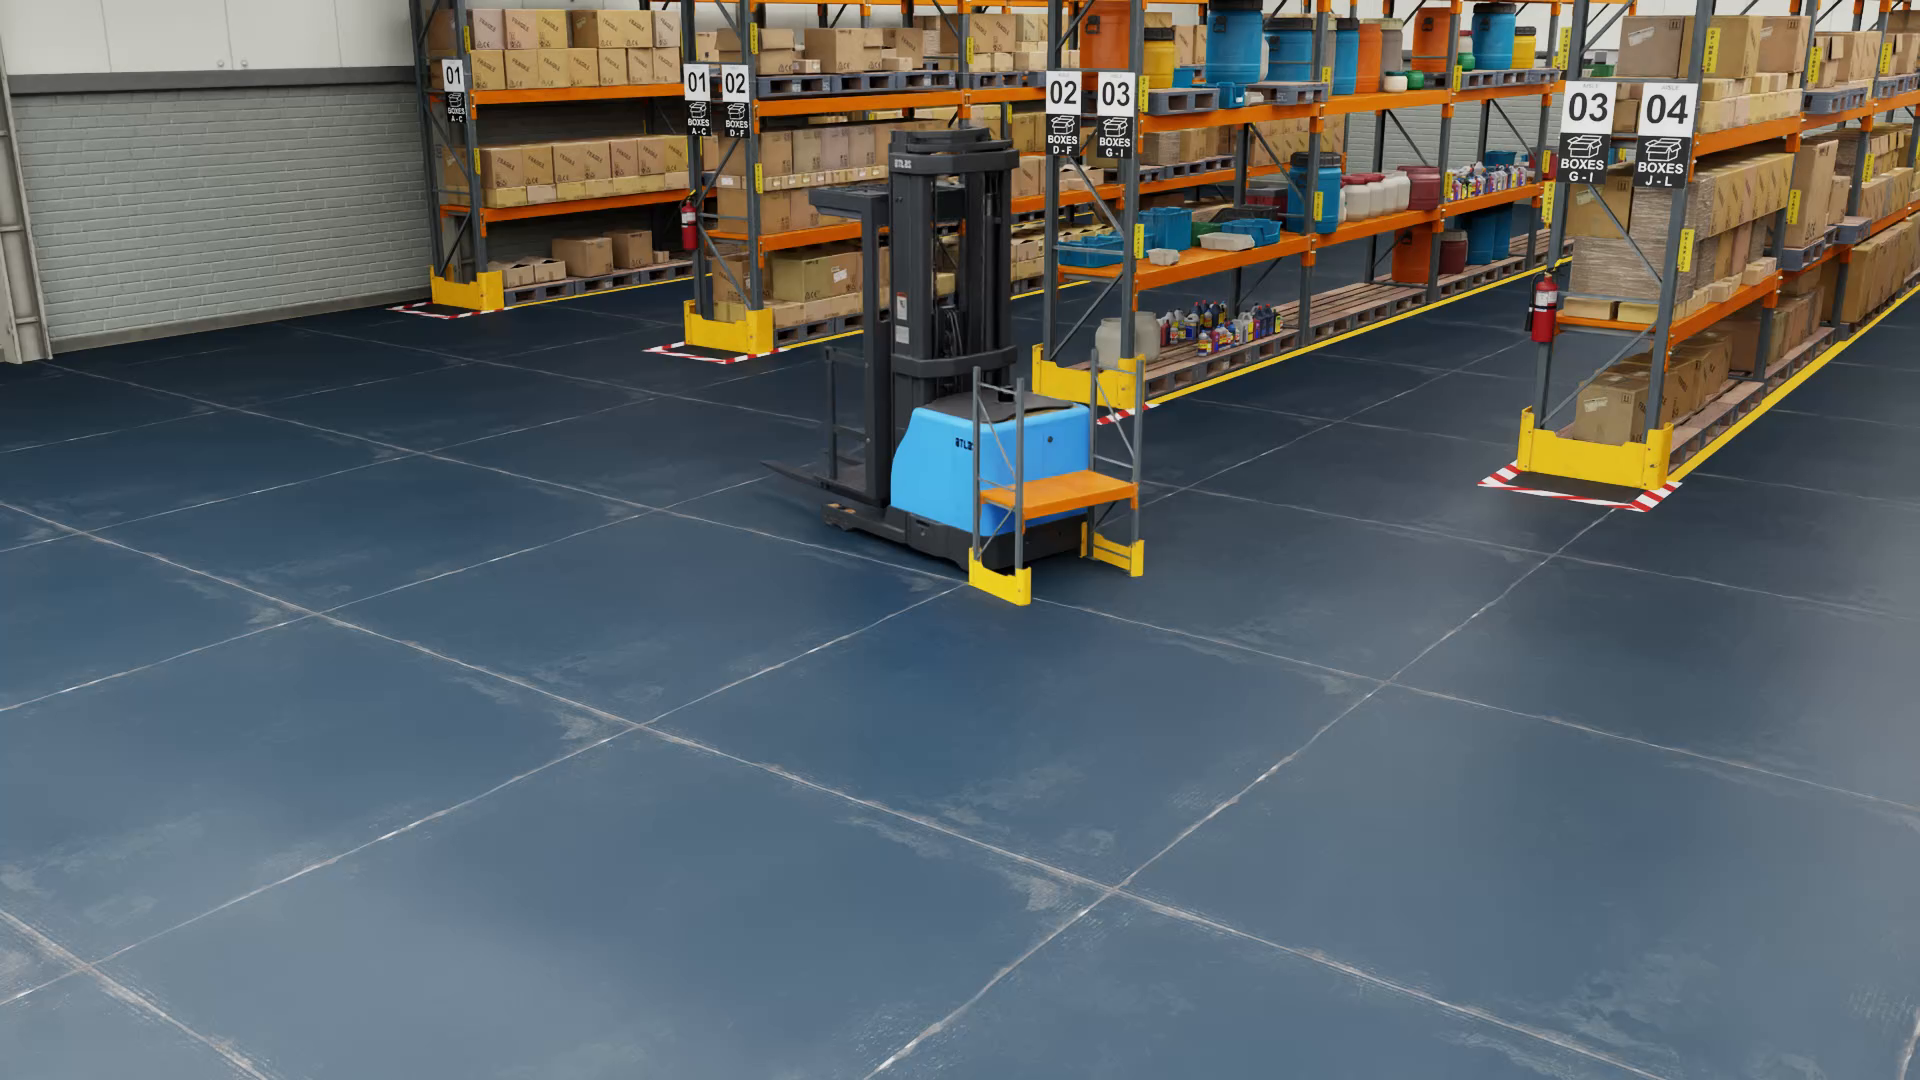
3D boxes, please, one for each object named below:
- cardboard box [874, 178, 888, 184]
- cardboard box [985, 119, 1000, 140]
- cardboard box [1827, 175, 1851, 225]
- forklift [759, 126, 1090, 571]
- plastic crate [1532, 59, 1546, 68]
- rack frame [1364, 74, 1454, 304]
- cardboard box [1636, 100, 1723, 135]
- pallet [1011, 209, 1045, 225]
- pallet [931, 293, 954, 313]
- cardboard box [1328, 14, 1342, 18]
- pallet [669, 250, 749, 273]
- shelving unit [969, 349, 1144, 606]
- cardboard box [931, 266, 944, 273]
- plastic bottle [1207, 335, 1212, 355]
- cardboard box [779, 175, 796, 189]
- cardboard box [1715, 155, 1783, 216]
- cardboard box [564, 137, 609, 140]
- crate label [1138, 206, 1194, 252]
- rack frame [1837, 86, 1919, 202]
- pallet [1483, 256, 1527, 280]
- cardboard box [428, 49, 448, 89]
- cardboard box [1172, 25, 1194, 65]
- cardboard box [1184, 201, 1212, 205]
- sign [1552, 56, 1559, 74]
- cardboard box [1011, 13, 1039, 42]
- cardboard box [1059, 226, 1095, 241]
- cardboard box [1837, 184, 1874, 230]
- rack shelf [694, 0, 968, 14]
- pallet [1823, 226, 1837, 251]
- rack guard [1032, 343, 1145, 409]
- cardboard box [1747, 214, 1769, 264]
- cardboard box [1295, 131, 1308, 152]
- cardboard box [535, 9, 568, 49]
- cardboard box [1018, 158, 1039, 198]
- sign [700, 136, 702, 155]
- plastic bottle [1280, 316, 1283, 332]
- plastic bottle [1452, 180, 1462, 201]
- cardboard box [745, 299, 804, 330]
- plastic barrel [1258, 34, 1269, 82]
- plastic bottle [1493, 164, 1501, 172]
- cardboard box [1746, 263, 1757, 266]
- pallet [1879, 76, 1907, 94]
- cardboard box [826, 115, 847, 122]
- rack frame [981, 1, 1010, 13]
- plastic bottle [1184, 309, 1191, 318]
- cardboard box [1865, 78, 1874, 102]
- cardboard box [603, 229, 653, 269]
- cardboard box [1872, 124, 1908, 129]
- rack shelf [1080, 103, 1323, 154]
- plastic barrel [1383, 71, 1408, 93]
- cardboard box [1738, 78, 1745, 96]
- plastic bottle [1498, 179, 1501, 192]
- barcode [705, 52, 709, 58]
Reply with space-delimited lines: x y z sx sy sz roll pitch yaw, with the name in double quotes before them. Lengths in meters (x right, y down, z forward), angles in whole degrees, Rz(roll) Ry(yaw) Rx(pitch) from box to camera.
"cardboard box" -1.187 -4.356 21.043 0.700 0.500 0.500 13 21 35
"cardboard box" 0.397 -7.485 30.585 0.500 0.500 0.500 12 21 34
"cardboard box" 9.478 -3.824 18.622 0.500 0.500 0.700 -16 24 -42
"forklift" -0.405 -1.553 12.302 1.130 2.935 3.031 -14 22 -38
"plastic crate" 9.241 -7.545 26.623 0.437 0.282 0.530 12 21 35
"rack frame" 6.042 -4.737 22.439 1.000 3.000 0.127 12 21 35
"cardboard box" 5.748 -3.386 13.285 0.500 0.250 0.500 13 22 36
"pallet" 0.985 -6.276 32.097 1.003 0.211 1.213 12 21 35
"pallet" -0.824 -3.147 22.020 1.003 0.211 1.213 12 21 35
"cardboard box" 6.540 -9.351 30.385 0.700 0.500 0.500 12 21 35
"pallet" -3.835 -4.389 26.020 1.003 0.211 1.213 12 21 35
"shelving unit" 0.660 -0.446 11.150 1.083 1.500 0.587 -12 21 -35
"cardboard box" -0.303 -3.698 23.021 0.500 0.250 0.500 12 21 34
"plastic bottle" 2.668 -2.106 17.946 0.097 0.201 0.097 0 17 0
"cardboard box" -2.138 -4.184 19.396 0.380 0.149 0.250 12 21 33
"cardboard box" 7.293 -3.301 15.460 0.500 0.500 0.500 12 21 35
"cardboard box" -5.358 -5.515 23.901 0.500 0.500 0.500 13 22 36
"crate label" 2.155 -3.334 17.864 0.502 0.435 0.616 12 21 35
"rack frame" 12.403 -4.814 22.689 1.000 3.000 0.127 12 21 35
"pallet" 7.932 -4.181 25.353 1.003 0.211 1.213 12 21 35
"cardboard box" -6.635 -6.216 21.942 0.500 0.500 0.500 14 22 39
"cardboard box" 3.298 -7.869 26.423 0.600 0.600 0.600 11 21 33
"cardboard box" 3.966 -5.510 28.402 0.500 0.500 0.500 11 21 32
"sign" 8.866 -7.029 24.746 0.100 0.325 0.005 12 21 35
"cardboard box" 1.119 -9.528 30.921 0.500 0.500 0.500 12 21 34
"cardboard box" 1.648 -4.475 24.579 0.500 0.311 0.500 12 21 34
"cardboard box" 10.528 -3.977 19.824 0.500 0.500 0.500 13 22 36
"rack shelf" -1.508 -6.514 19.935 1.077 0.370 4.000 12 21 35
"pallet" 8.874 -3.291 18.108 1.003 0.211 1.213 12 21 35
"rack guard" 1.283 -1.664 16.759 1.175 0.500 0.348 12 21 35
"cardboard box" 7.319 -3.002 16.184 0.875 0.500 0.500 12 21 35
"cardboard box" 5.877 -7.049 29.717 0.500 0.500 0.500 12 21 34
"cardboard box" -5.620 -6.833 22.242 0.500 0.500 0.500 13 22 36
"cardboard box" 0.766 -5.133 23.546 0.500 0.500 0.500 12 21 35
"sign" -3.857 -5.854 24.577 0.100 0.325 0.005 12 21 35
"plastic bottle" 3.693 -2.516 19.265 0.097 0.201 0.097 0 17 0
"plastic bottle" 6.835 -4.834 22.960 0.152 0.276 0.135 12 21 35
"cardboard box" -2.202 -2.683 19.755 0.500 0.250 0.500 12 21 35
"plastic barrel" 3.245 -5.403 18.629 0.421 0.512 0.421 0 17 0
"plastic bottle" 7.915 -5.371 24.563 0.144 0.351 0.185 12 21 35
"cardboard box" 7.391 -2.579 15.914 0.380 0.149 0.250 12 21 35
"pallet" 11.025 -5.633 20.587 1.003 0.211 1.213 14 22 37
"cardboard box" -2.096 -6.968 27.619 0.380 0.149 0.250 9 20 28
"rack frame" 0.469 -10.305 30.255 1.000 3.000 0.127 12 21 35
"plastic bottle" 2.601 -2.501 19.078 0.061 0.283 0.133 14 22 37
"cardboard box" 9.934 -5.066 18.694 0.500 0.250 0.500 12 21 35
"cardboard box" -4.884 -4.297 24.495 0.500 0.500 0.500 11 20 31
"cardboard box" 13.682 -5.885 24.625 0.500 0.500 0.500 12 21 33
"rack shelf" 2.467 -4.397 17.499 1.077 0.370 4.000 12 21 35
"plastic barrel" 5.472 -5.759 20.907 0.301 0.262 0.301 0 17 0
"cardboard box" 6.406 -3.836 14.061 0.380 0.149 0.250 11 21 32
"plastic bottle" 7.805 -5.172 24.176 0.097 0.201 0.097 0 17 0
"barcode" -2.908 -5.574 19.100 0.001 0.075 0.075 12 21 35
